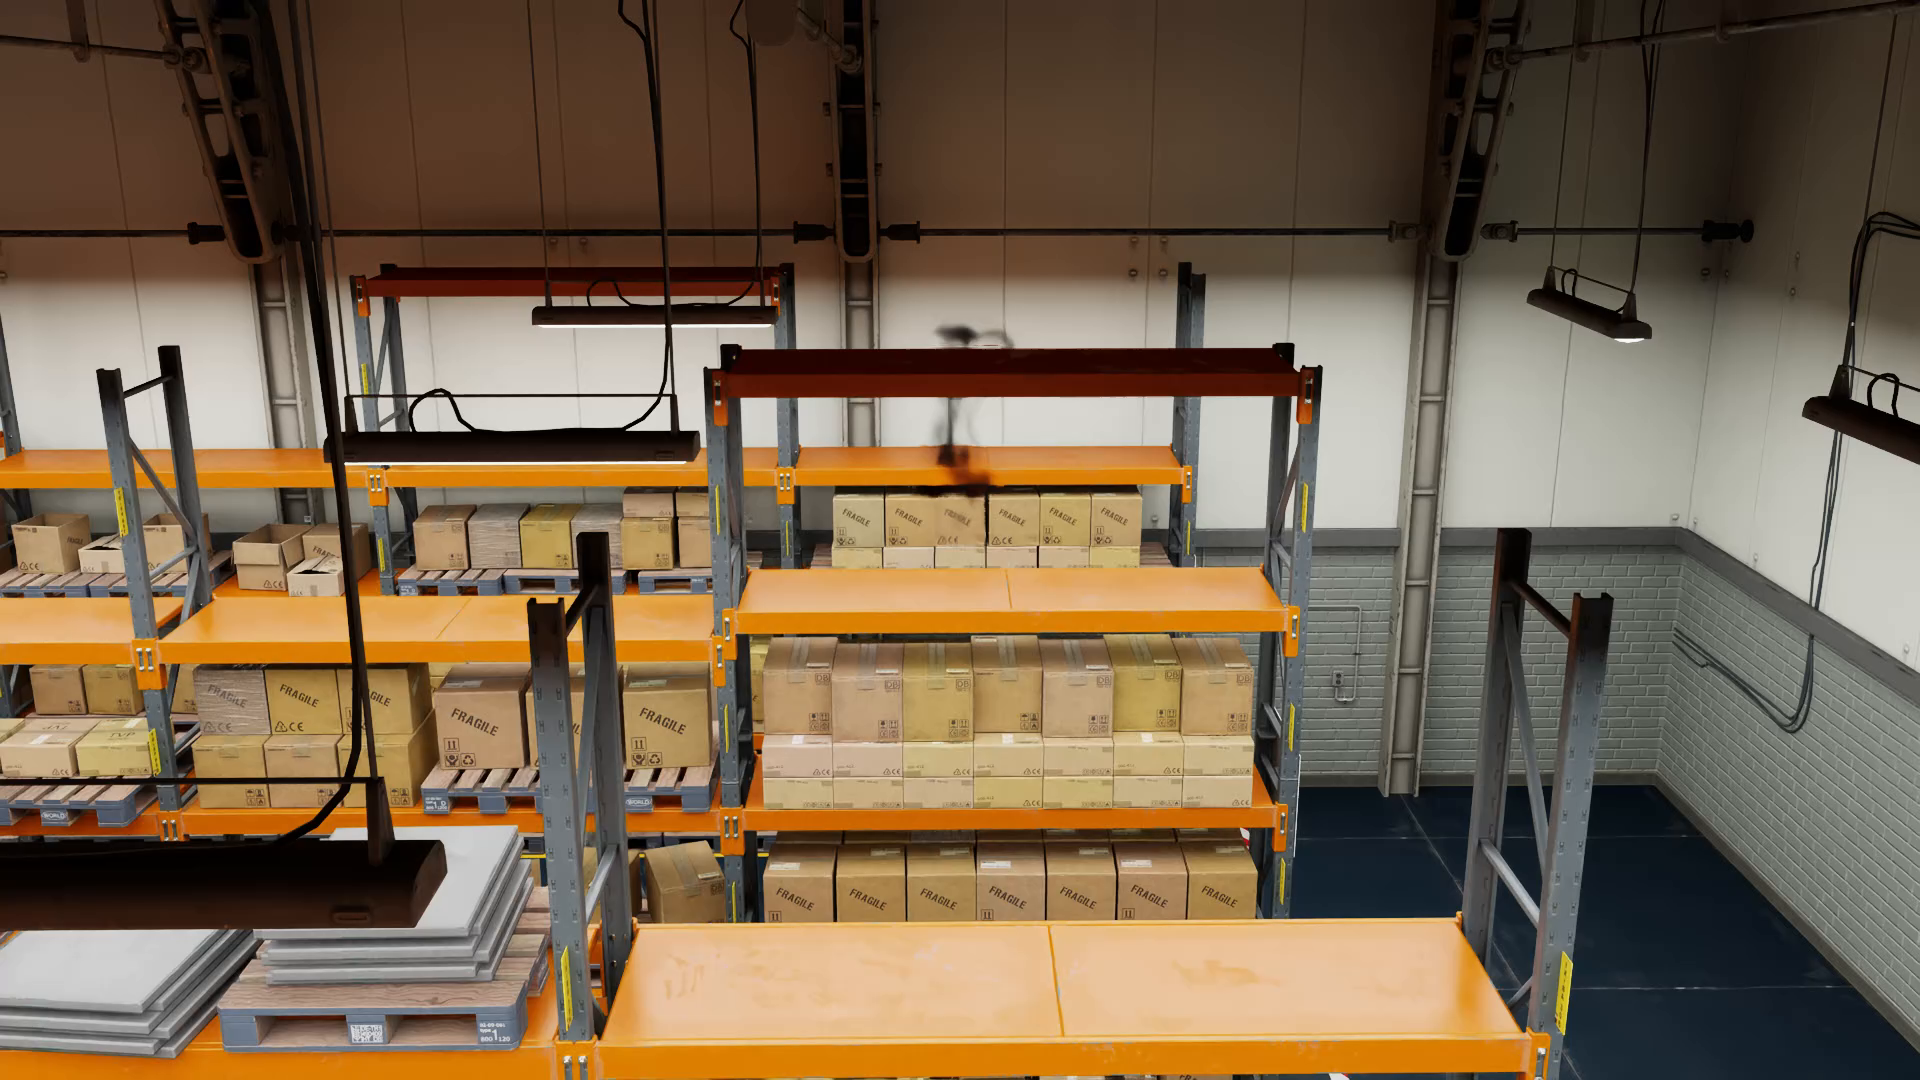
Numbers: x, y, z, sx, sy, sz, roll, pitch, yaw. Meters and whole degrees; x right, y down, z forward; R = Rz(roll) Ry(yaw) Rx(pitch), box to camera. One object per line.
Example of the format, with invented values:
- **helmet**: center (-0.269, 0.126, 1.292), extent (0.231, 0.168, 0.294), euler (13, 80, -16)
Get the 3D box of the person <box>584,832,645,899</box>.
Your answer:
- **person**: center (-3.436, 2.768, 15.944), extent (0.763, 1.844, 0.641), euler (-1, 16, -2)
